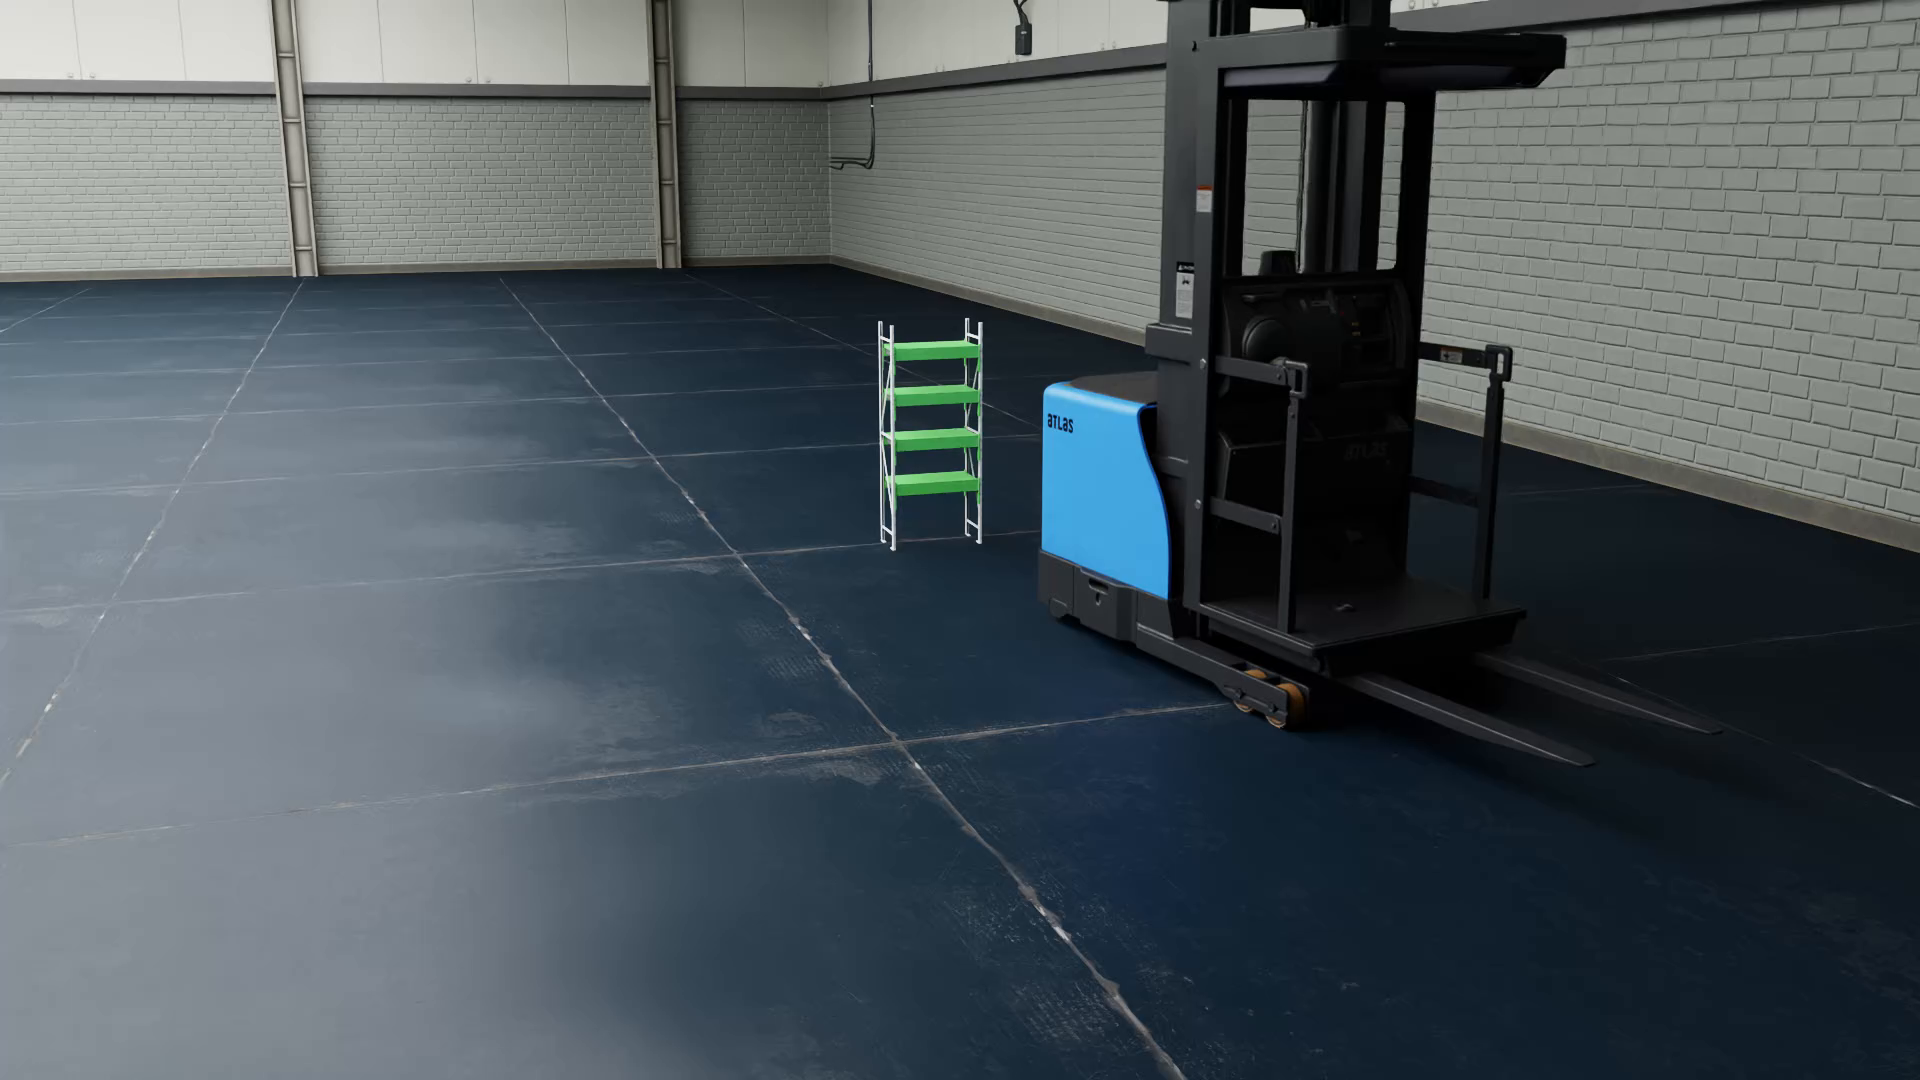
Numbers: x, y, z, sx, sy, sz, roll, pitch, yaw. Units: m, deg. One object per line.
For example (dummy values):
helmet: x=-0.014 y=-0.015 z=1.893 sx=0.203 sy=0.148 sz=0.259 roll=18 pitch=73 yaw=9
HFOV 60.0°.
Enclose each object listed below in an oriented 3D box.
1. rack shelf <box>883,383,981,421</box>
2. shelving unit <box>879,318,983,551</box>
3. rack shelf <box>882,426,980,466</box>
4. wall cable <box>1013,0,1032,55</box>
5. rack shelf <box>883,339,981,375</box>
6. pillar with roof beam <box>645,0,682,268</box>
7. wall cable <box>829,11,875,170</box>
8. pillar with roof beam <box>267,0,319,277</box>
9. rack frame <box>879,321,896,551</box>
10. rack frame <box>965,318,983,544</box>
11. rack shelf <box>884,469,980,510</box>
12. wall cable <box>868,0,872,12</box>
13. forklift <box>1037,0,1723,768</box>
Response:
rack shelf: x=-0.157 y=-0.743 z=8.912 sx=0.480 sy=0.148 sz=0.258 roll=-4 pitch=14 yaw=-18
shelving unit: x=-0.157 y=-0.571 z=8.953 sx=0.503 sy=1.200 sz=0.258 roll=-4 pitch=14 yaw=-18
rack shelf: x=-0.157 y=-0.509 z=8.967 sx=0.480 sy=0.148 sz=0.258 roll=-4 pitch=14 yaw=-18
wall cable: x=1.085 y=-8.695 z=18.902 sx=0.169 sy=6.003 sz=2.305 roll=-4 pitch=14 yaw=-18
rack shelf: x=-0.157 y=-0.976 z=8.856 sx=0.480 sy=0.148 sz=0.258 roll=-4 pitch=14 yaw=-18
pillar with roof beam: x=-3.769 y=-8.252 z=24.389 sx=0.400 sy=9.000 sz=9.100 roll=-4 pitch=14 yaw=-18
wall cable: x=-1.928 y=-7.613 z=28.413 sx=0.112 sy=2.526 sz=3.097 roll=-4 pitch=14 yaw=-18
pillar with roof beam: x=-9.455 y=-7.809 z=22.528 sx=0.400 sy=9.000 sz=9.100 roll=-4 pitch=14 yaw=-18
rack frame: x=-0.388 y=-0.553 z=8.877 sx=0.015 sy=1.200 sz=0.240 roll=-4 pitch=14 yaw=-18
rack frame: x=0.074 y=-0.590 z=9.028 sx=0.015 sy=1.200 sz=0.240 roll=-4 pitch=14 yaw=-18
rack shelf: x=-0.157 y=-0.276 z=9.023 sx=0.480 sy=0.148 sz=0.258 roll=-4 pitch=14 yaw=-18
wall cable: x=-1.065 y=-9.477 z=25.334 sx=0.112 sy=2.526 sz=3.097 roll=-4 pitch=14 yaw=-18
forklift: x=1.511 y=-0.845 z=6.361 sx=1.130 sy=2.935 sz=3.031 roll=-7 pitch=15 yaw=-28
